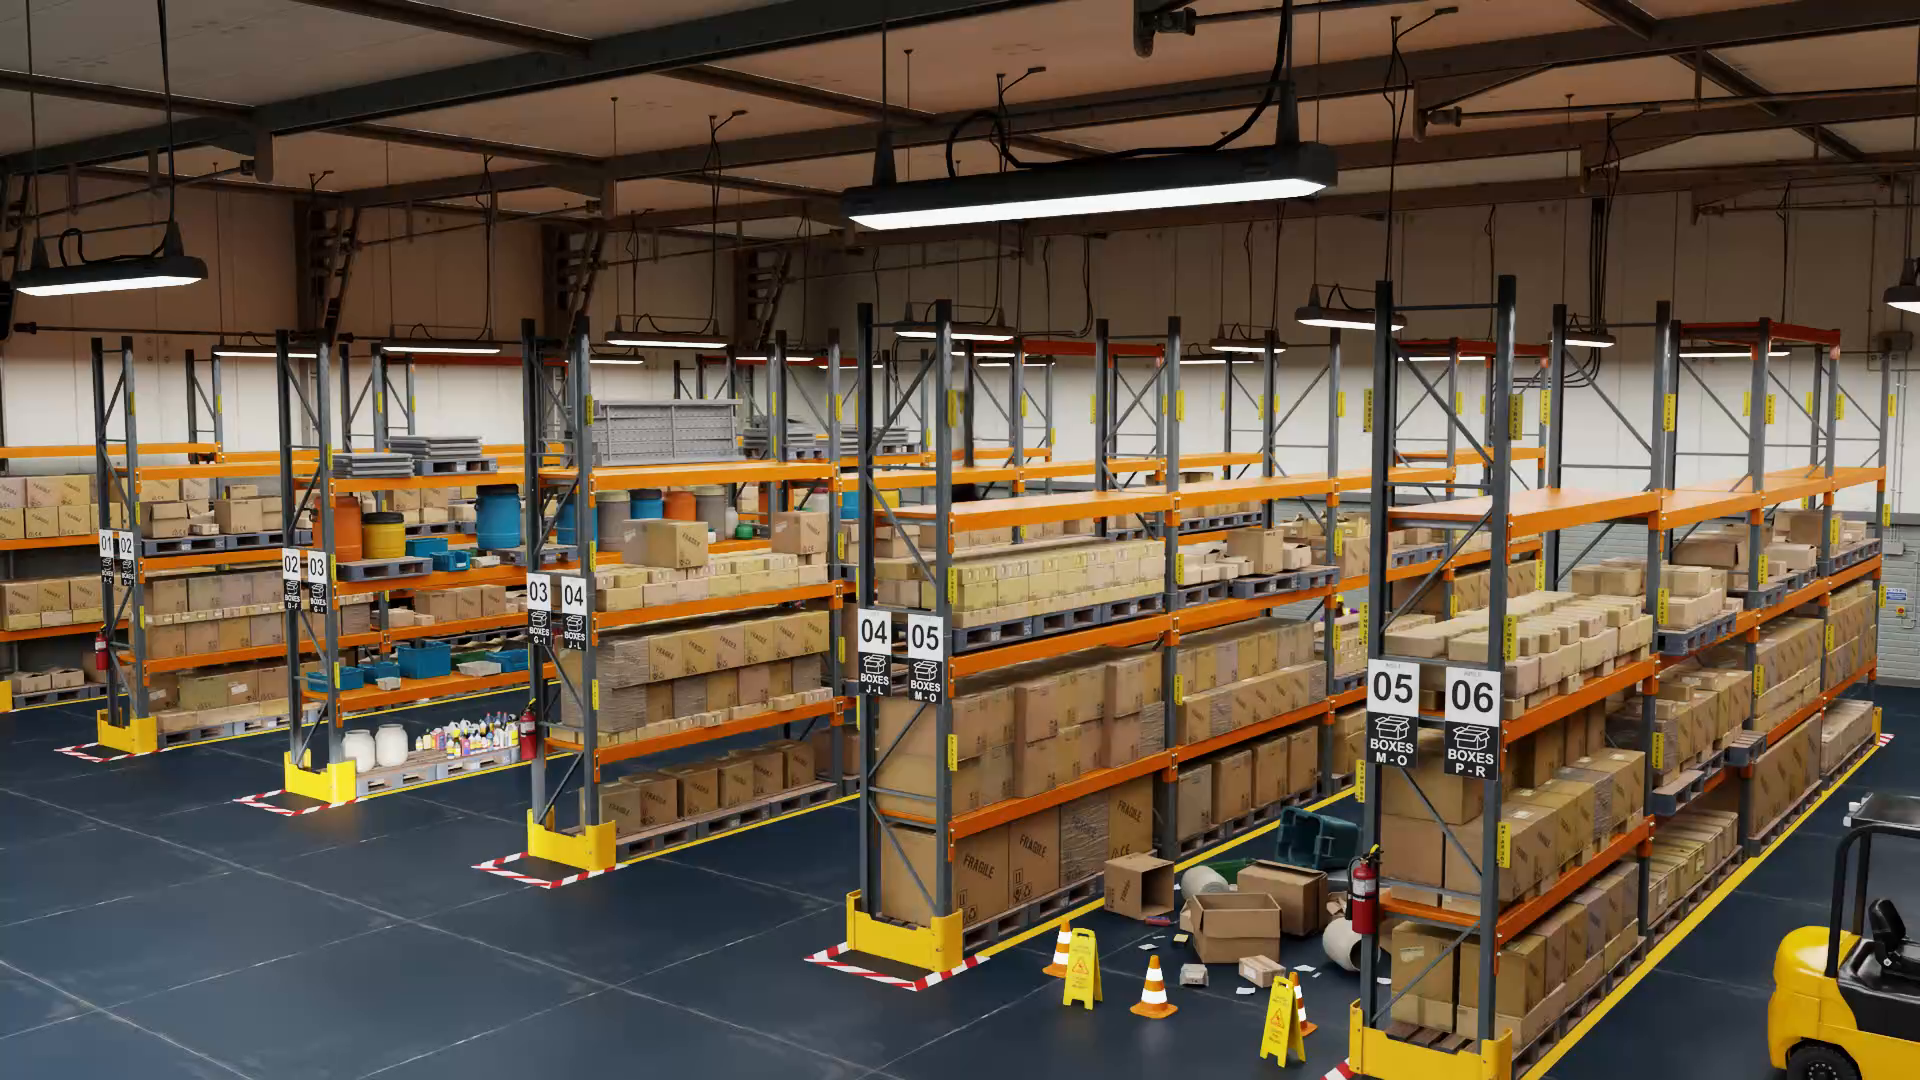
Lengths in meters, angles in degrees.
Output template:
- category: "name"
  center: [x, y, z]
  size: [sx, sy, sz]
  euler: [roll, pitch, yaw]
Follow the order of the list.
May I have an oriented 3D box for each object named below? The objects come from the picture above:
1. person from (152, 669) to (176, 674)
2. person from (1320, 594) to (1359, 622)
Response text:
- category: "person"
  center: [-12.780, 2.005, 26.696]
  size: [0.654, 1.678, 0.654]
  euler: [1, 5, 12]
- category: "person"
  center: [6.522, 1.824, 28.515]
  size: [0.676, 1.827, 0.863]
  euler: [4, 6, 37]
